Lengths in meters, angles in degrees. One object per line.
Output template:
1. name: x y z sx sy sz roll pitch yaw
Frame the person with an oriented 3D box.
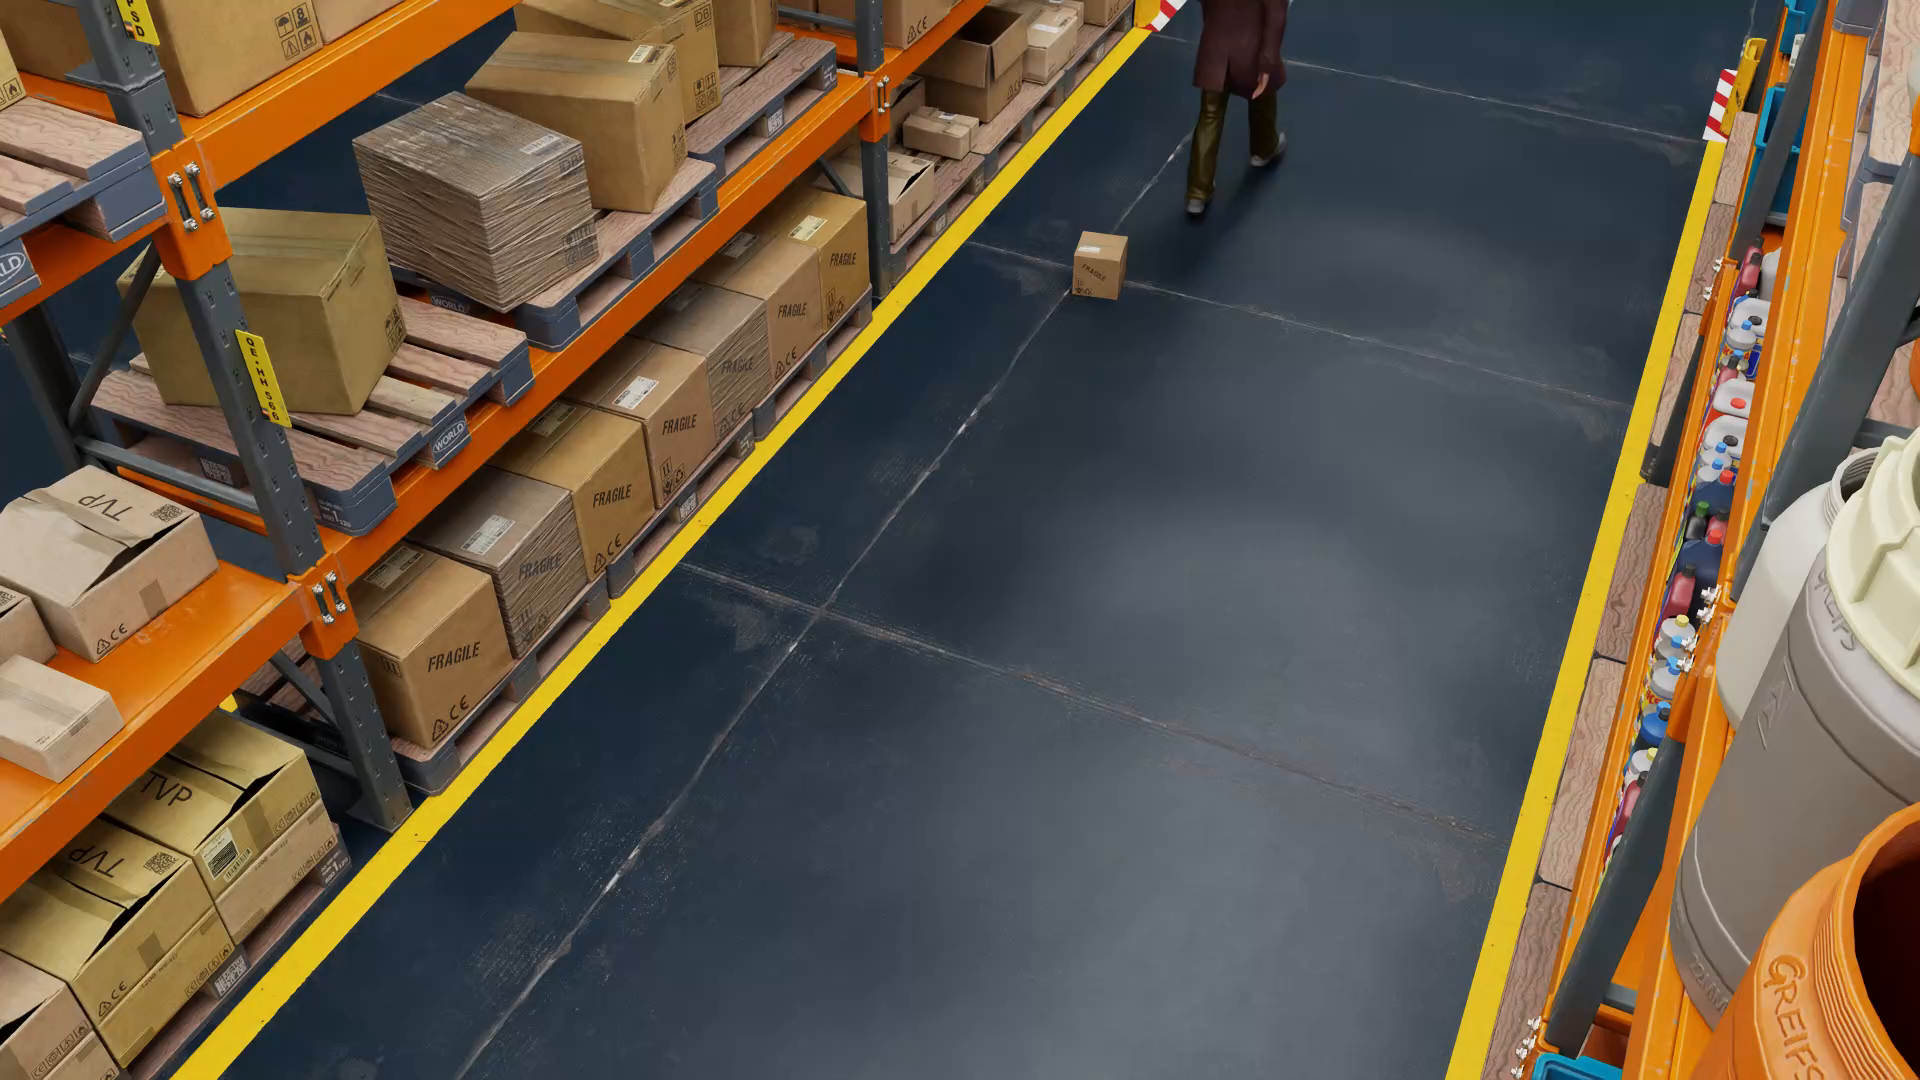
1. person: 1.593 -2.801 9.325 0.568 1.725 1.079 18 44 19
